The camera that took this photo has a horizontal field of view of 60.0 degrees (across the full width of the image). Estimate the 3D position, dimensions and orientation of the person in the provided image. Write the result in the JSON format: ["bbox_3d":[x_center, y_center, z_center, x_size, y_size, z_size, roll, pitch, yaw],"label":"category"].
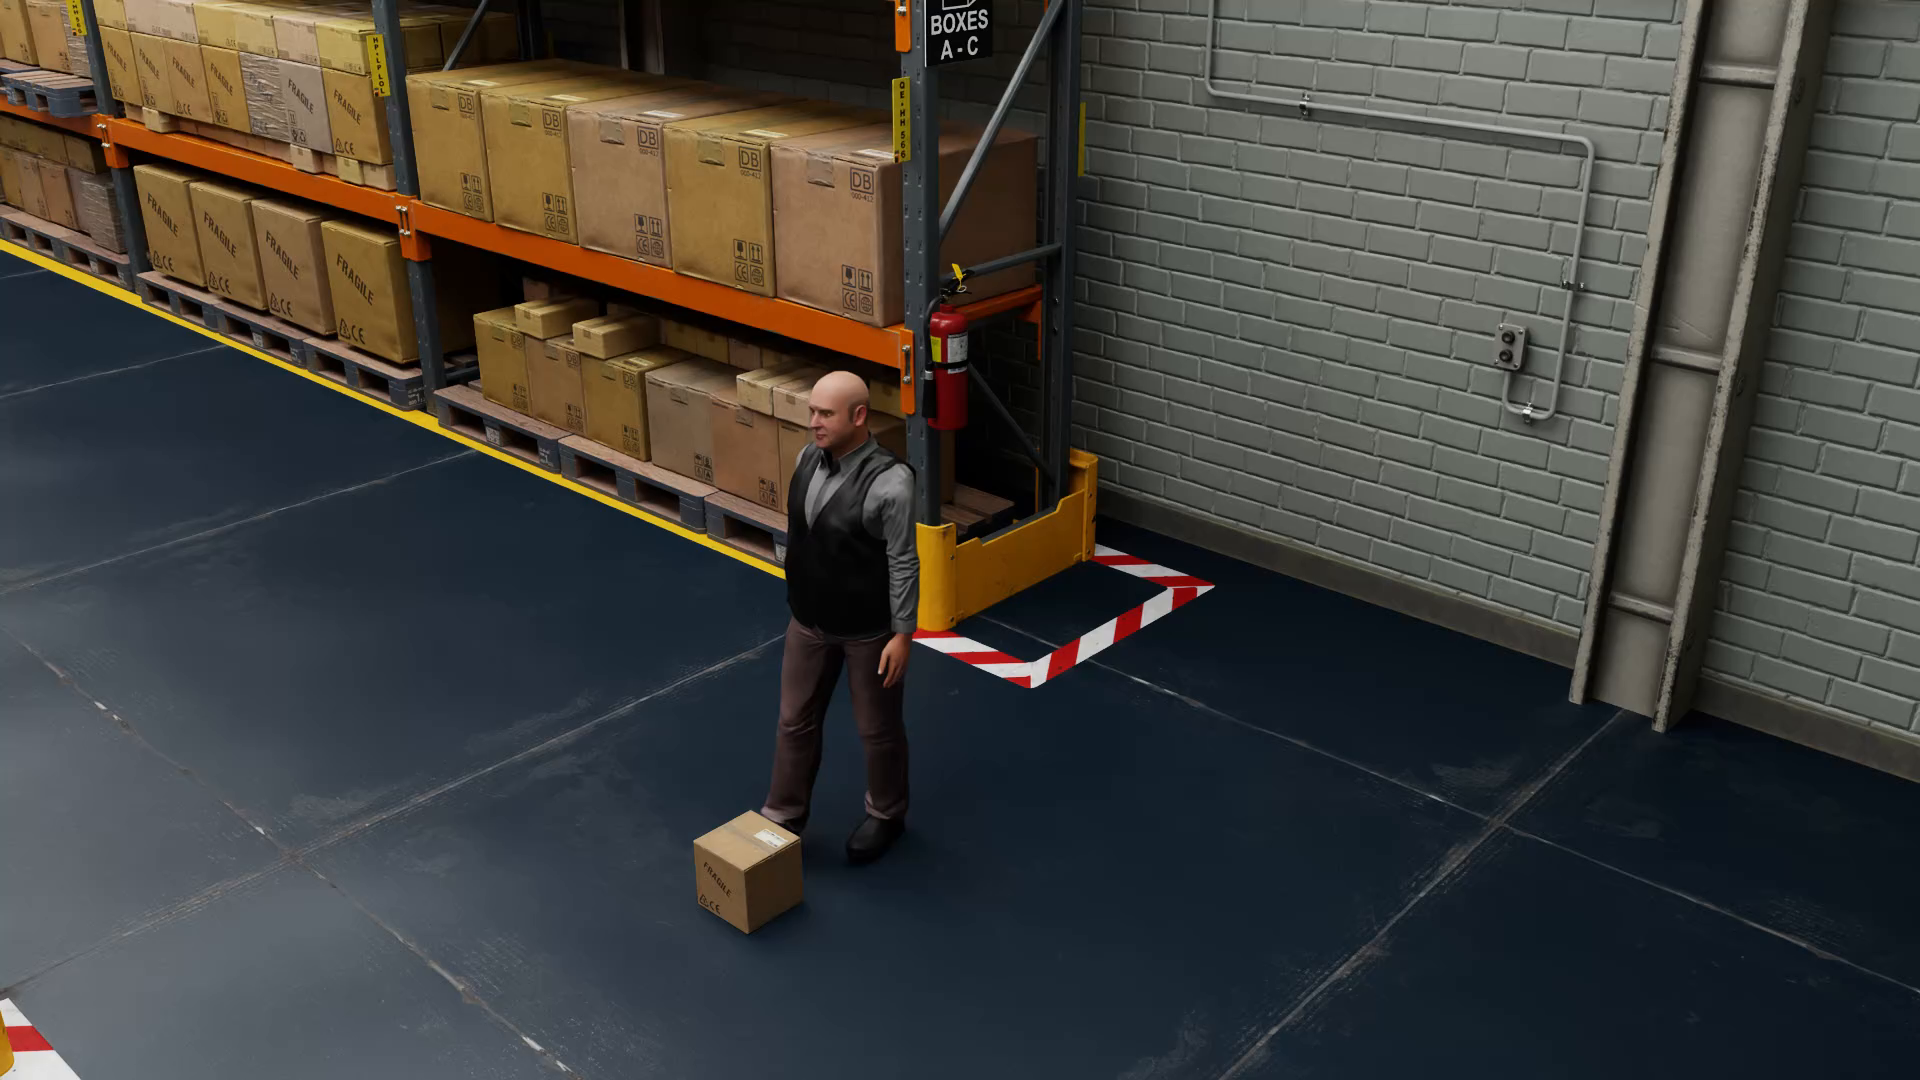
[{"bbox_3d":[-0.421,0.308,5.413,0.553,1.714,0.636,17,29,33],"label":"person"}]
